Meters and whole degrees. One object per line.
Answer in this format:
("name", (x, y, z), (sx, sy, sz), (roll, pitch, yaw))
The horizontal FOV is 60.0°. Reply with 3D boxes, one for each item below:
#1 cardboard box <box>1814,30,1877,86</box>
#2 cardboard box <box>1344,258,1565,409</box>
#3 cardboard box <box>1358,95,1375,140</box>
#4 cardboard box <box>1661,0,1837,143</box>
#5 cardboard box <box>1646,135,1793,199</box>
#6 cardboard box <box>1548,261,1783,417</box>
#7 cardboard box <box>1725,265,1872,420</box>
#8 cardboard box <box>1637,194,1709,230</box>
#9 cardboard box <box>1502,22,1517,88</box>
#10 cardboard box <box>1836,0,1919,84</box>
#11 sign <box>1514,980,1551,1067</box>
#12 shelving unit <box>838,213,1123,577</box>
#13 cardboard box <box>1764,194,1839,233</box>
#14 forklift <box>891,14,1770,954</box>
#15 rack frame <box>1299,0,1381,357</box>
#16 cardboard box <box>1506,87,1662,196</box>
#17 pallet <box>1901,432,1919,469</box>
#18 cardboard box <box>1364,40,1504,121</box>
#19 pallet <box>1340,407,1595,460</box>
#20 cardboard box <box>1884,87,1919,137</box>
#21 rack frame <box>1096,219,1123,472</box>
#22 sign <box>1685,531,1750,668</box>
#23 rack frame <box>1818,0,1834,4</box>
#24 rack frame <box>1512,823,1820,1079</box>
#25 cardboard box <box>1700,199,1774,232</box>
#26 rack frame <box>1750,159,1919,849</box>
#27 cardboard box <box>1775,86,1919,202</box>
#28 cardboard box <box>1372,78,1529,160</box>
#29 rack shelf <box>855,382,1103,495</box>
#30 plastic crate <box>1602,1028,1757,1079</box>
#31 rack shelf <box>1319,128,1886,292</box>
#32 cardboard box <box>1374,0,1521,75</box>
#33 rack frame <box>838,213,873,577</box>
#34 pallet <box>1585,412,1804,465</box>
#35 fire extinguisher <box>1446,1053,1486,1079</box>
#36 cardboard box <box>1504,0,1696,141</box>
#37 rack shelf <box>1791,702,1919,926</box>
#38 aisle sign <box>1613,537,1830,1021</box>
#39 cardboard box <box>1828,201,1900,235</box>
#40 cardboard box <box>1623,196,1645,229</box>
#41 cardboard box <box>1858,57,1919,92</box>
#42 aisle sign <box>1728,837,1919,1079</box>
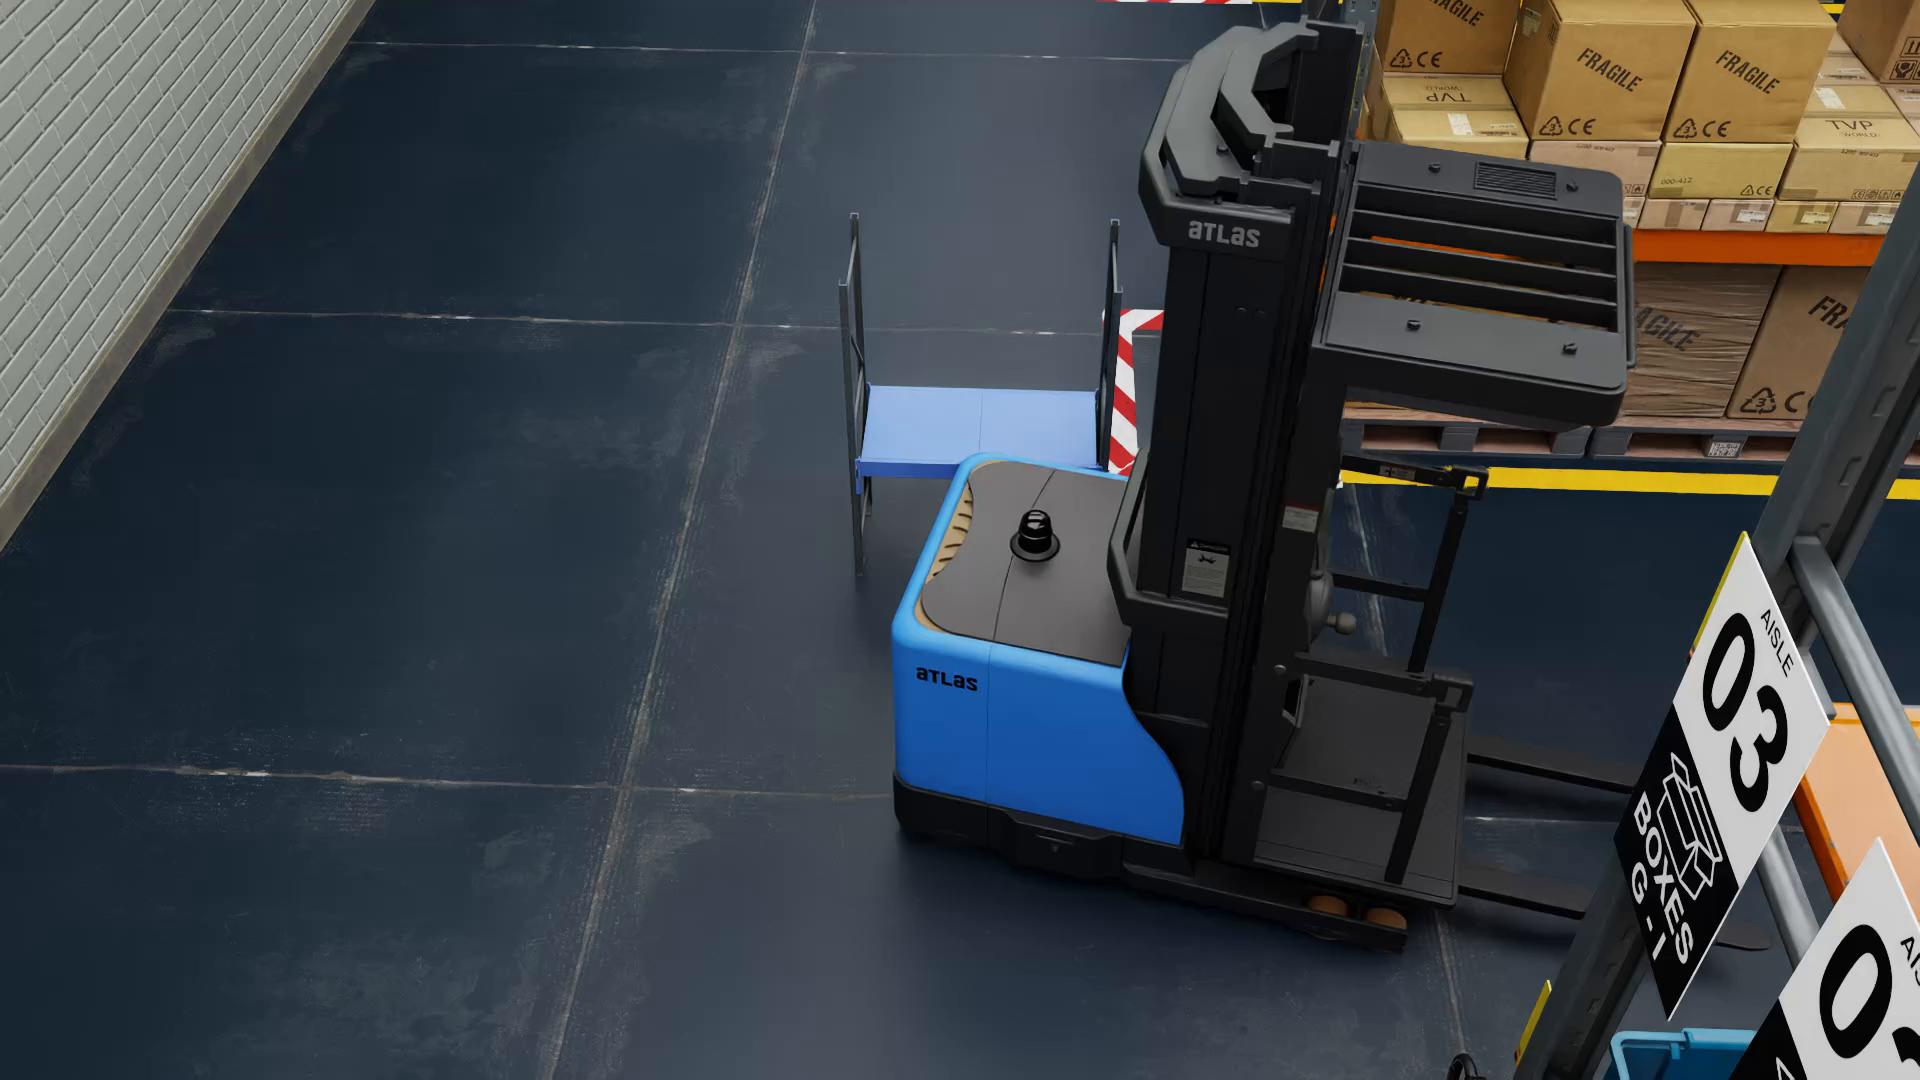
("cardboard box", (3.560, -1.977, 7.149), (0.500, 0.250, 0.500), (2, 43, 2))
("cardboard box", (2.171, -1.213, 7.688), (0.875, 0.875, 0.875), (2, 43, 2))
("cardboard box", (1.899, -1.923, 7.384), (0.250, 0.149, 0.380), (3, 43, 3))
("cardboard box", (3.013, -1.905, 6.521), (0.500, 0.500, 0.500), (1, 43, 1))
("cardboard box", (3.017, -1.628, 6.774), (0.500, 0.250, 0.500), (0, 43, 0))
("cardboard box", (3.080, -1.185, 7.658), (0.875, 0.875, 0.875), (2, 43, 2))
("cardboard box", (3.969, -1.158, 7.628), (0.875, 0.875, 0.875), (2, 43, 2))
("cardboard box", (2.894, -1.444, 6.869), (0.250, 0.149, 0.380), (1, 43, 1))
("cardboard box", (2.531, -2.006, 7.180), (0.500, 0.250, 0.500), (1, 43, 1))
("cardboard box", (4.045, -2.230, 6.870), (0.500, 0.500, 0.500), (1, 43, 1))
("sign", (1.313, 1.136, 3.796), (0.005, 0.325, 0.100), (2, 43, 2))
("shelving unit", (0.085, -0.546, 6.821), (1.048, 1.500, 0.538), (2, 43, 2))
("cardboard box", (3.404, -1.428, 6.852), (0.250, 0.149, 0.380), (1, 43, 1))
("forklift", (1.332, -0.041, 5.230), (3.031, 2.935, 1.130), (11, 44, 11))
("rack frame", (1.528, -1.802, 7.069), (0.127, 3.000, 1.000), (2, 43, 2))
("cardboard box", (2.515, -1.646, 6.793), (0.500, 0.250, 0.500), (1, 43, 1))
("pallet", (4.768, -0.736, 7.970), (1.213, 0.211, 1.003), (2, 43, 2))
("cardboard box", (2.024, -2.022, 7.197), (0.500, 0.250, 0.500), (1, 43, 1))
("pallet", (2.330, -0.810, 8.051), (1.213, 0.211, 1.003), (2, 43, 2))
("cardboard box", (4.044, -1.598, 6.742), (0.500, 0.250, 0.500), (3, 43, 3))
("rack frame", (0.593, -0.531, 6.805), (0.032, 1.500, 0.500), (2, 43, 2))
("sign", (1.313, 0.136, 2.865), (0.005, 0.325, 0.100), (2, 43, 2))
("rack frame", (5.848, -5.054, 10.560), (0.127, 3.000, 1.000), (2, 43, 2))
("rack frame", (1.305, 1.571, 3.449), (0.127, 3.000, 1.000), (2, 43, 2))
("cardboard box", (3.152, -1.437, 6.861), (0.250, 0.149, 0.380), (1, 43, 1))
("rack frame", (1.305, -0.624, 1.404), (0.127, 3.000, 1.000), (2, 43, 2))
("cardboard box", (3.538, -1.616, 6.761), (0.500, 0.250, 0.500), (1, 43, 1))
("cardboard box", (1.995, -1.657, 6.806), (0.500, 0.250, 0.500), (1, 43, 1))
("rack shelf", (0.085, -0.415, 6.944), (1.000, 0.185, 0.538), (2, 43, 2))
("plastic crate", (1.648, 1.419, 3.542), (0.499, 0.435, 0.616), (2, 43, 2))
("rack shelf", (3.526, -1.477, 7.248), (4.000, 0.370, 1.077), (2, 43, 2))
("cardboard box", (2.026, -2.294, 6.939), (0.500, 0.500, 0.500), (2, 43, 2))
("rack frame", (-0.423, -0.562, 6.838), (0.032, 1.500, 0.500), (2, 43, 2))
("pallet", (3.546, -0.771, 8.008), (1.213, 0.211, 1.003), (2, 43, 2))
("fire extinguisher", (1.175, 1.421, 3.939), (0.183, 0.674, 0.296), (2, 43, 2))
("cardboard box", (2.495, -1.916, 6.534), (0.500, 0.500, 0.500), (1, 43, 1))
("rack shelf", (3.303, 0.798, 2.606), (4.000, 0.370, 1.077), (2, 43, 2))
("aisle sign", (1.246, 0.418, 2.779), (0.004, 0.787, 0.394), (2, 43, 2))
("cardboard box", (3.666, -1.421, 6.845), (0.250, 0.149, 0.380), (2, 43, 3))
("cardboard box", (2.640, -1.453, 6.879), (0.250, 0.149, 0.380), (1, 43, 1))
("cardboard box", (4.052, -1.957, 7.127), (0.500, 0.250, 0.500), (3, 43, 3))
("aisle sign", (1.220, 0.819, 2.348), (0.004, 0.787, 0.394), (2, 43, 2))
